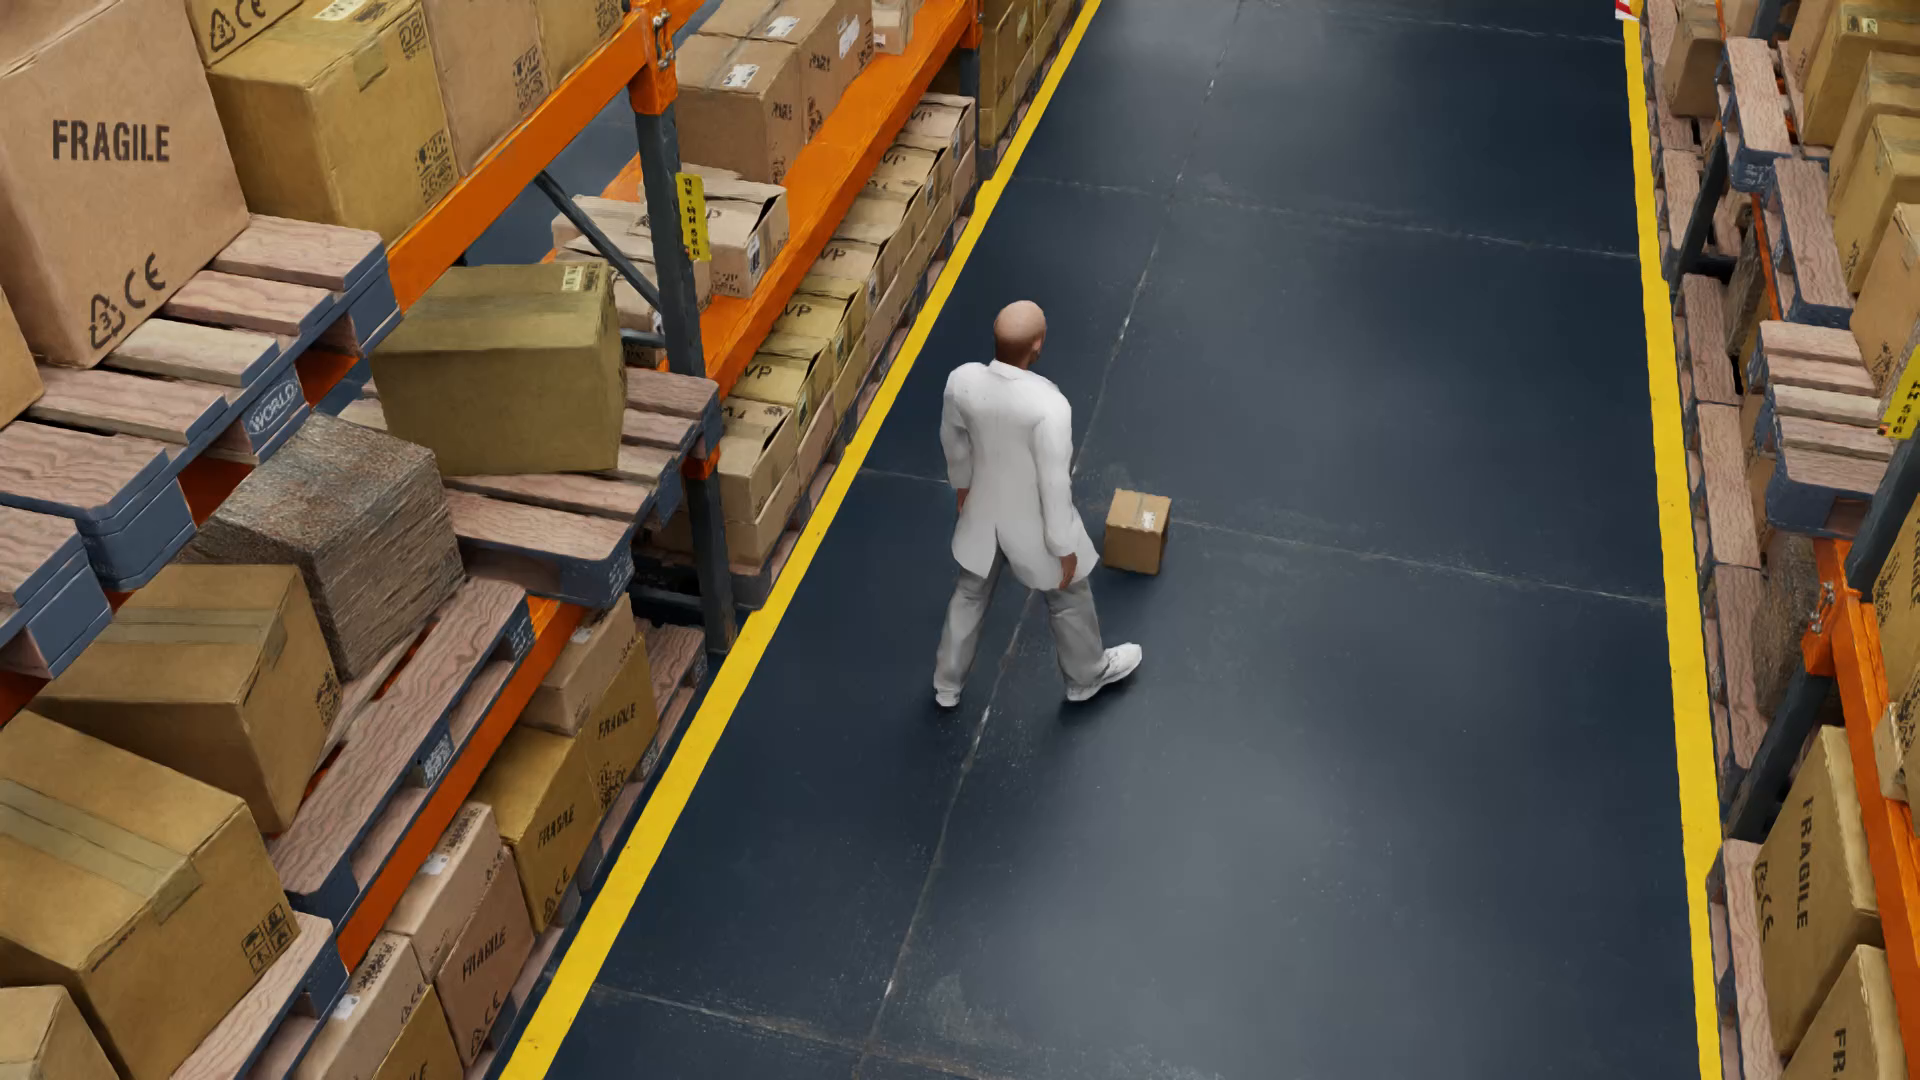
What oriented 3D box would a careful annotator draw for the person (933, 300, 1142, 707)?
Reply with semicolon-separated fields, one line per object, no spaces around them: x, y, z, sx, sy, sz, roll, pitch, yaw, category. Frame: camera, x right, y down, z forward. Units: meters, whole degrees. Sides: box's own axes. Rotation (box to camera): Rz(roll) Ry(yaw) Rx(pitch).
0.259;-0.113;6.275;0.736;1.759;0.714;28;48;29;person
